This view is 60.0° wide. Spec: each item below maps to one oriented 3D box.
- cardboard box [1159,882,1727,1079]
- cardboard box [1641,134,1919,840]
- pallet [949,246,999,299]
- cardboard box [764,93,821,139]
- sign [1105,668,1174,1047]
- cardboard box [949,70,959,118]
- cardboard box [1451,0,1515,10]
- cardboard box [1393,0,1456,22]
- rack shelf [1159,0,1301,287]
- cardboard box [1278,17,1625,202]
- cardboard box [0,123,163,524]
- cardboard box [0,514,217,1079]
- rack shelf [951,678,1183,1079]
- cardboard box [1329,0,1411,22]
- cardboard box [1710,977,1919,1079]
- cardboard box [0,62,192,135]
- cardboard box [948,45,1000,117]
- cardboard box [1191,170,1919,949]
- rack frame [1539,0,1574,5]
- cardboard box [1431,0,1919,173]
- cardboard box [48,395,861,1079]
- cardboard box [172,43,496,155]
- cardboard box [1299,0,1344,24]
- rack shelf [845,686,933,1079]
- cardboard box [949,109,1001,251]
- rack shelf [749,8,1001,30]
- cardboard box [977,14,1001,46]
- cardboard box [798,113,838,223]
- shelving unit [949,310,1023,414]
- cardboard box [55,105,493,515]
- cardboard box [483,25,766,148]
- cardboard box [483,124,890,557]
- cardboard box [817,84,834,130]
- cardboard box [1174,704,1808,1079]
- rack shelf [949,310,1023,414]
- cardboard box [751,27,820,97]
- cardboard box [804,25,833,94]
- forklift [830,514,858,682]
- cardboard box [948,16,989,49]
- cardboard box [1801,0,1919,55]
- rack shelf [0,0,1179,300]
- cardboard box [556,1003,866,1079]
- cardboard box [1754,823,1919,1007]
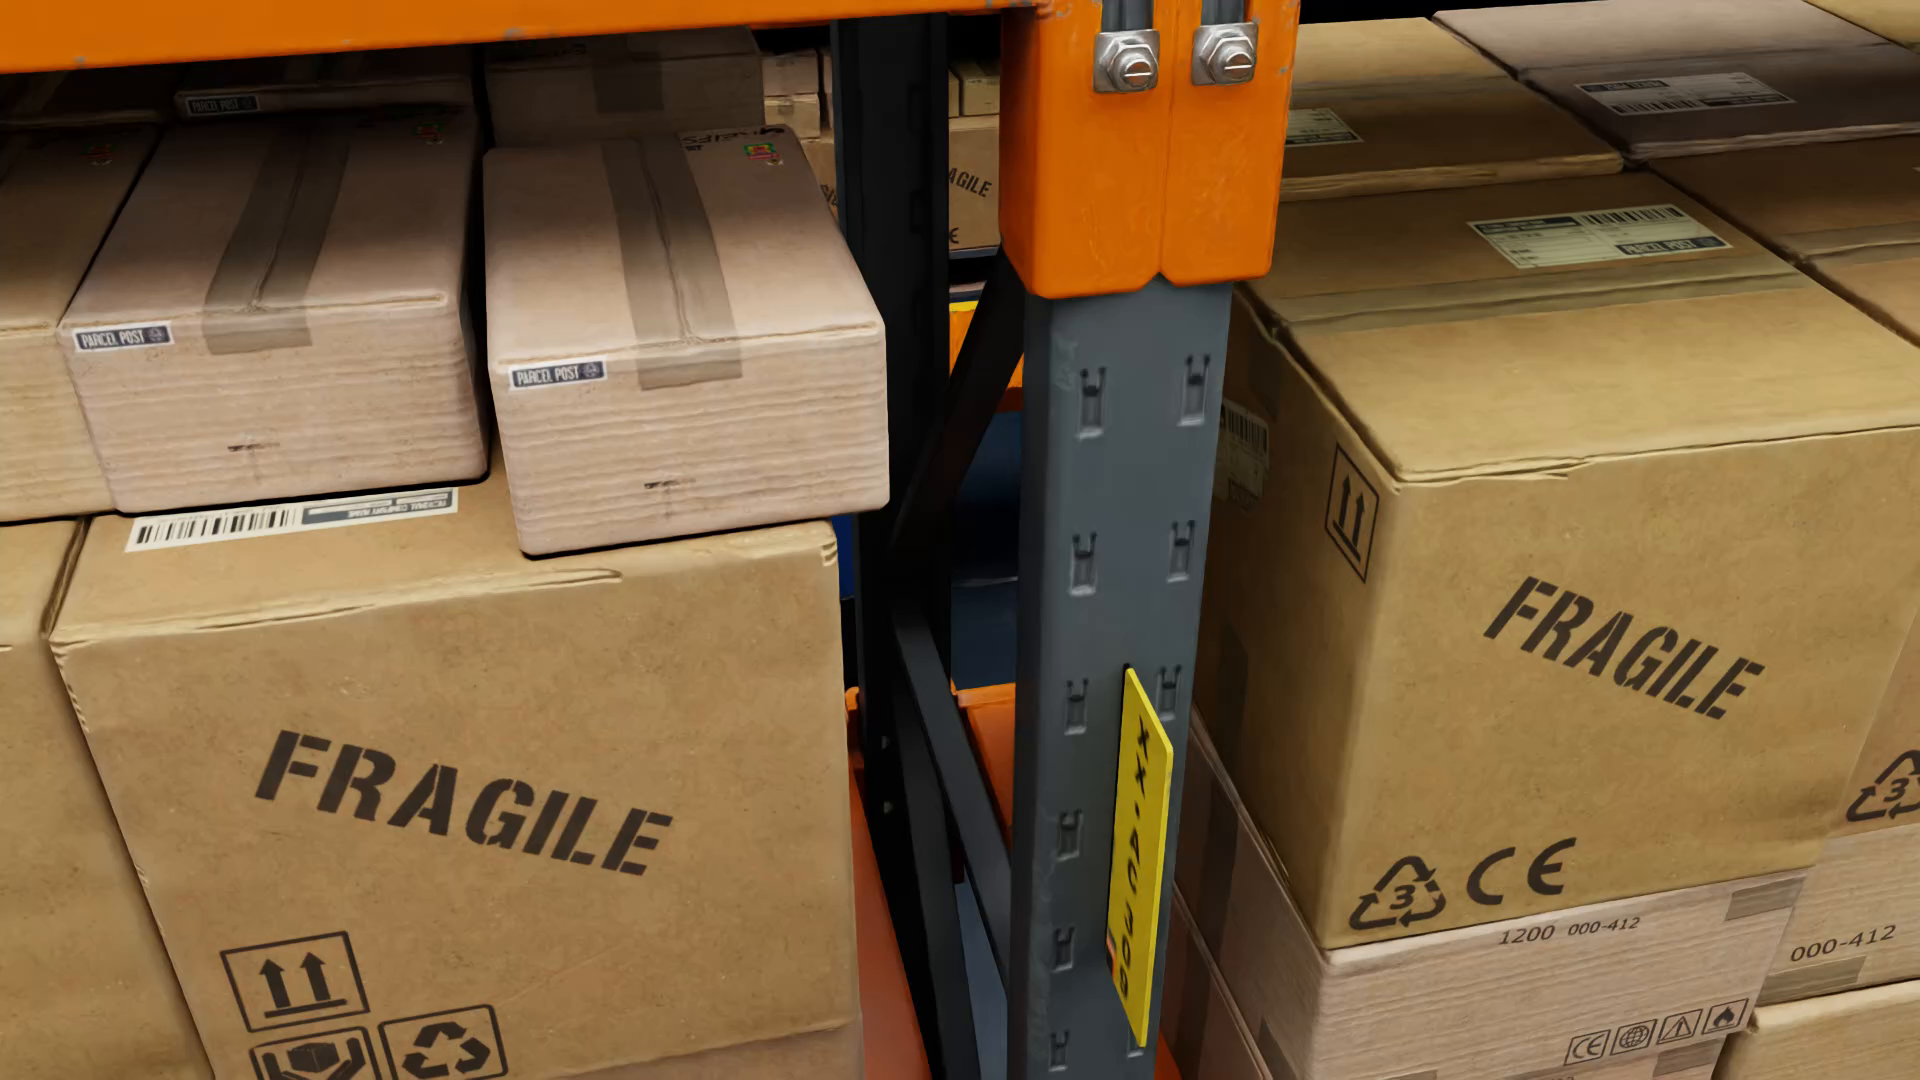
[{"bbox_3d":[0.504,0.501,1.945,0.500,0.250,0.500,-8,35,-12],"label":"cardboard box"},{"bbox_3d":[0.999,-0.082,1.694,0.500,0.500,0.500,-7,35,-11],"label":"cardboard box"},{"bbox_3d":[-0.297,-1.310,7.013,1.213,0.211,1.003,-7,35,-11],"label":"pallet"},{"bbox_3d":[-0.674,-1.653,6.305,0.250,0.149,0.380,-6,34,-8],"label":"cardboard box"},{"bbox_3d":[0.140,0.259,1.324,0.005,0.325,0.100,-7,35,-11],"label":"sign"},{"bbox_3d":[-0.173,-1.767,6.475,0.250,0.149,0.380,-9,35,-13],"label":"cardboard box"},{"bbox_3d":[2.242,-2.350,7.345,0.250,0.149,0.380,-5,34,-8],"label":"cardboard box"},{"bbox_3d":[1.977,-2.332,7.318,0.250,0.149,0.380,-6,34,-9],"label":"cardboard box"},{"bbox_3d":[1.967,-0.843,1.768,4.000,0.370,1.077,-7,35,-11],"label":"rack shelf"},{"bbox_3d":[0.397,-0.298,2.016,0.500,0.500,0.500,-6,34,-9],"label":"cardboard box"},{"bbox_3d":[-0.740,-0.167,1.237,0.250,0.149,0.380,-7,35,-10],"label":"cardboard box"},{"bbox_3d":[-0.880,0.159,1.334,0.500,0.500,0.500,-8,35,-11],"label":"cardboard box"},{"bbox_3d":[1.967,0.403,2.604,4.000,0.370,1.077,-7,35,-11],"label":"rack shelf"},{"bbox_3d":[1.752,-2.258,7.207,0.250,0.149,0.380,-7,34,-10],"label":"cardboard box"},{"bbox_3d":[1.008,0.437,2.041,0.500,0.250,0.500,-8,35,-12],"label":"cardboard box"},{"bbox_3d":[-0.835,-0.384,1.561,0.250,0.149,0.380,-8,35,-11],"label":"cardboard box"},{"bbox_3d":[0.091,-1.808,6.536,0.250,0.149,0.380,-8,35,-11],"label":"cardboard box"},{"bbox_3d":[0.509,-0.005,1.578,0.500,0.500,0.500,-7,34,-10],"label":"cardboard box"},{"bbox_3d":[2.819,-2.839,6.789,0.127,3.000,1.000,-7,35,-11],"label":"rack frame"},{"bbox_3d":[0.900,-0.366,2.116,0.500,0.500,0.500,-7,34,-10],"label":"cardboard box"},{"bbox_3d":[-0.383,0.101,1.420,0.500,0.500,0.500,-7,35,-11],"label":"cardboard box"},{"bbox_3d":[-0.595,-0.438,1.642,0.250,0.149,0.380,-7,34,-10],"label":"cardboard box"},{"bbox_3d":[1.466,-2.275,7.233,0.250,0.149,0.380,-9,35,-13],"label":"cardboard box"},{"bbox_3d":[-1.934,0.894,1.871,4.000,0.370,1.077,-7,35,-11],"label":"rack shelf"},{"bbox_3d":[-0.044,-1.492,6.648,0.500,0.500,0.500,-8,35,-11],"label":"cardboard box"},{"bbox_3d":[0.868,-2.295,6.623,4.000,0.370,1.077,-7,35,-11],"label":"rack shelf"},{"bbox_3d":[0.228,-2.075,6.935,0.250,0.149,0.380,-6,34,-9],"label":"cardboard box"},{"bbox_3d":[-0.561,-1.421,6.542,0.500,0.500,0.500,-6,34,-8],"label":"cardboard box"},{"bbox_3d":[0.215,-0.669,4.886,1.083,1.500,0.587,-7,35,-9],"label":"shelving unit"},{"bbox_3d":[-0.495,-0.192,1.275,0.250,0.149,0.380,-6,34,-9],"label":"cardboard box"},{"bbox_3d":[-0.349,-0.479,1.702,0.250,0.149,0.380,-8,35,-11],"label":"cardboard box"},{"bbox_3d":[-0.214,-0.165,1.235,0.250,0.149,0.380,-8,35,-12],"label":"cardboard box"},{"bbox_3d":[-0.421,-1.729,6.419,0.250,0.149,0.380,-8,35,-12],"label":"cardboard box"},{"bbox_3d":[0.508,0.304,1.792,0.500,0.250,0.500,-8,35,-12],"label":"cardboard box"},{"bbox_3d":[0.225,-0.522,4.989,1.000,0.185,0.538,-7,35,-9],"label":"rack shelf"},{"bbox_3d":[-0.687,-1.809,6.271,0.250,0.149,0.380,-8,35,-11],"label":"cardboard box"},{"bbox_3d":[-0.431,-1.834,6.309,0.250,0.149,0.380,-9,35,-13],"label":"cardboard box"},{"bbox_3d":[-1.671,-0.734,3.713,3.031,2.935,1.130,-16,37,-22],"label":"forklift"},{"bbox_3d":[-0.052,-2.071,6.928,0.250,0.149,0.380,-9,35,-13],"label":"cardboard box"},{"bbox_3d":[1.399,-0.418,2.193,0.500,0.500,0.500,-6,34,-9],"label":"cardboard box"},{"bbox_3d":[-1.934,-0.351,1.035,4.000,0.370,1.077,-7,35,-11],"label":"rack shelf"},{"bbox_3d":[-0.380,0.504,1.717,0.500,0.500,0.500,-7,34,-10],"label":"cardboard box"},{"bbox_3d":[1.010,0.224,1.910,0.500,0.250,0.500,-7,34,-10],"label":"cardboard box"}]
